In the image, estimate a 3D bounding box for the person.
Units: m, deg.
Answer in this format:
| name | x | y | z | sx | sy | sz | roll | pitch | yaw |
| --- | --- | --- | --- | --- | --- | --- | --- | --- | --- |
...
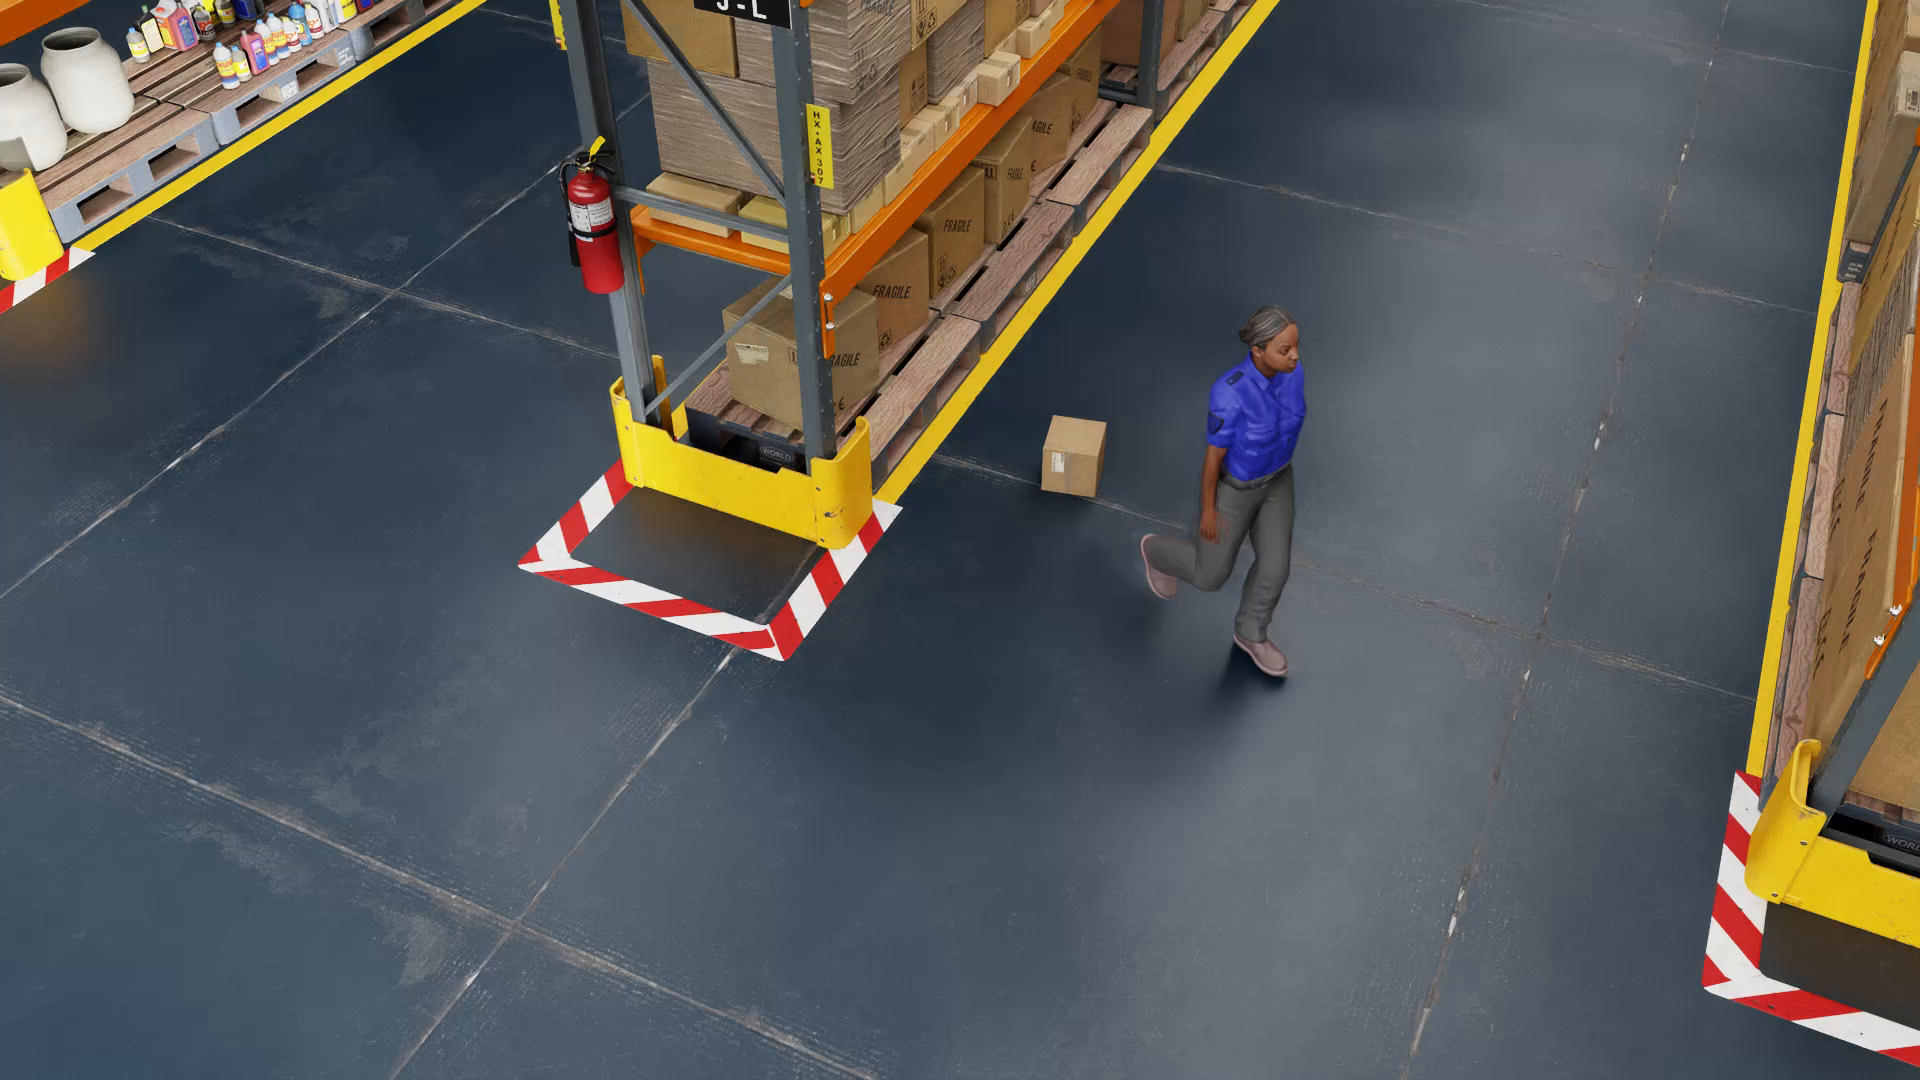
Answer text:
| name | x | y | z | sx | sy | sz | roll | pitch | yaw |
| --- | --- | --- | --- | --- | --- | --- | --- | --- | --- |
| person | 1.066 | -0.237 | 6.403 | 0.448 | 1.626 | 0.753 | -23 | 47 | -24 |
